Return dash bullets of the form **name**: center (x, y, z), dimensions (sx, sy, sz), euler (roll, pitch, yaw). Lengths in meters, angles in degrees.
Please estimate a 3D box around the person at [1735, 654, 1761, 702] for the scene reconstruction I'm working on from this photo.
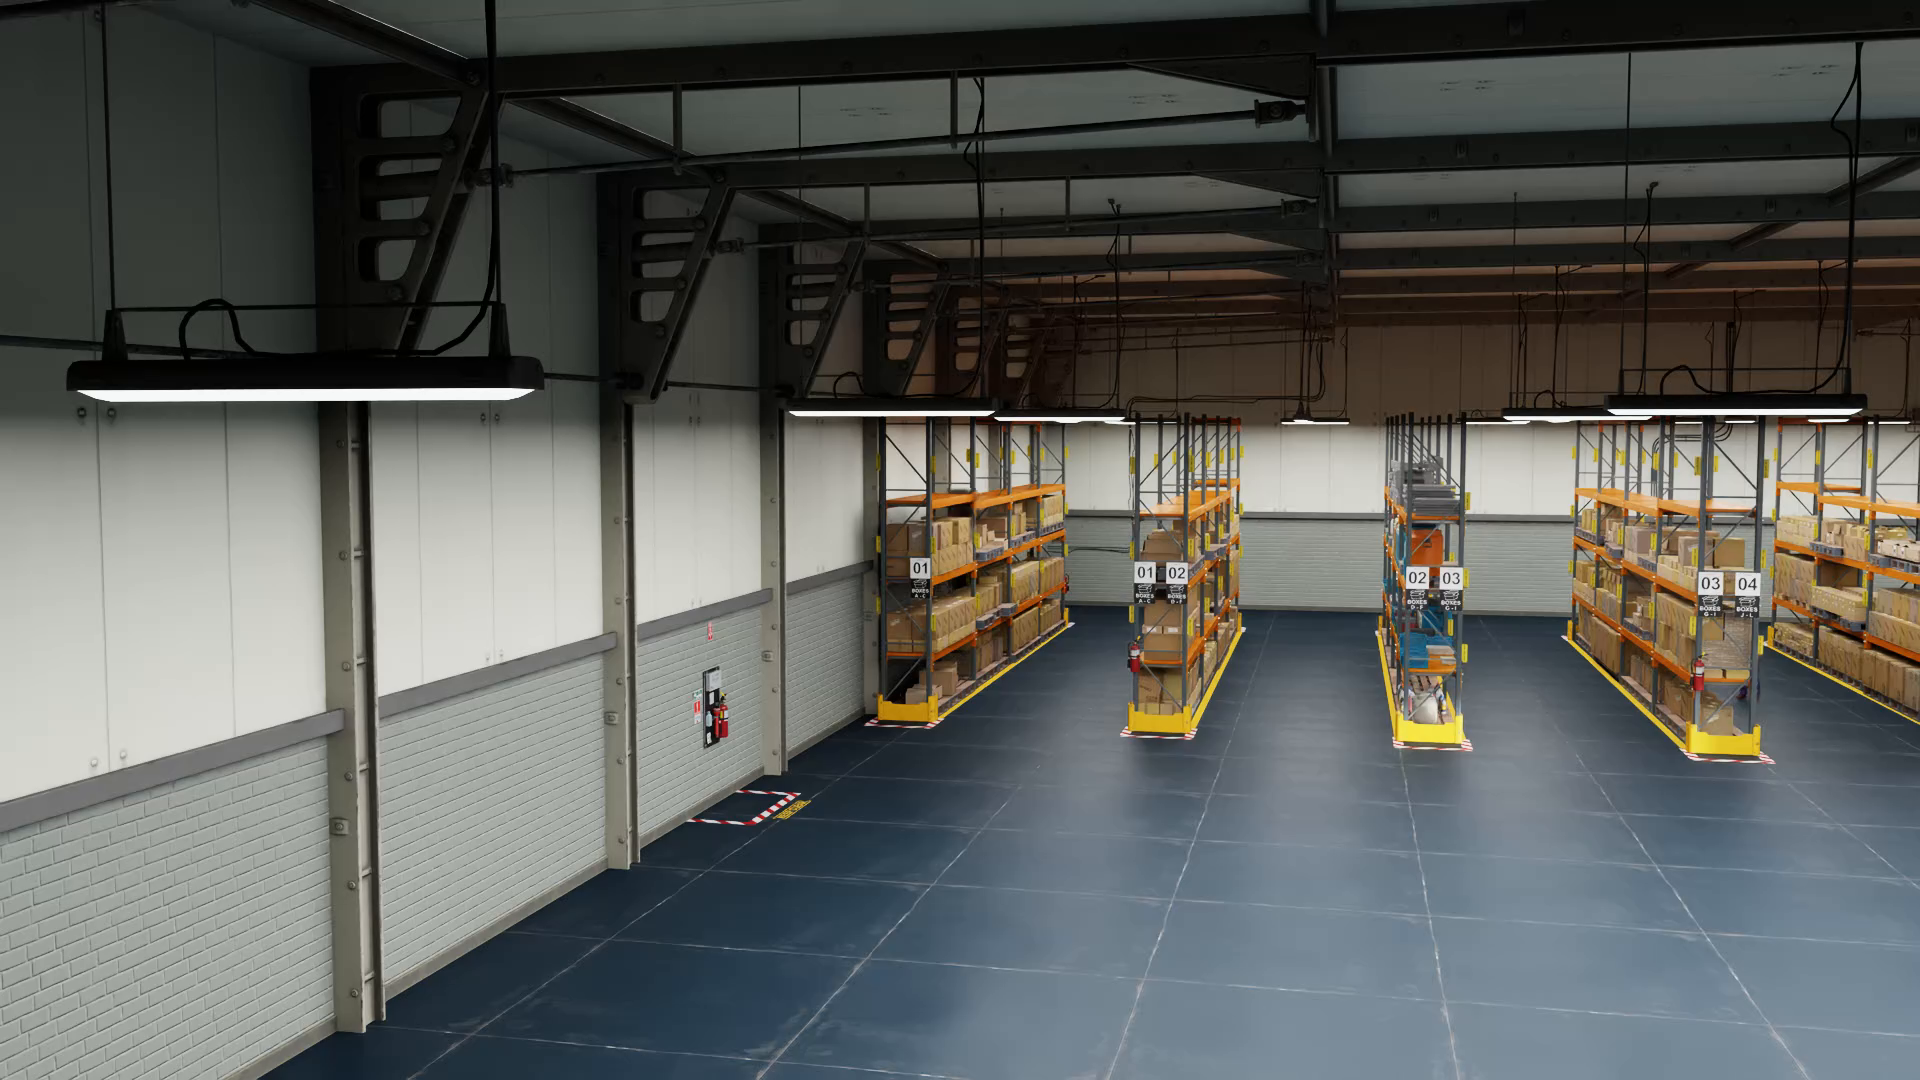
- **person**: center (16.590, 2.560, 34.926), dimensions (0.369, 1.687, 0.521), euler (-2, 5, -32)
